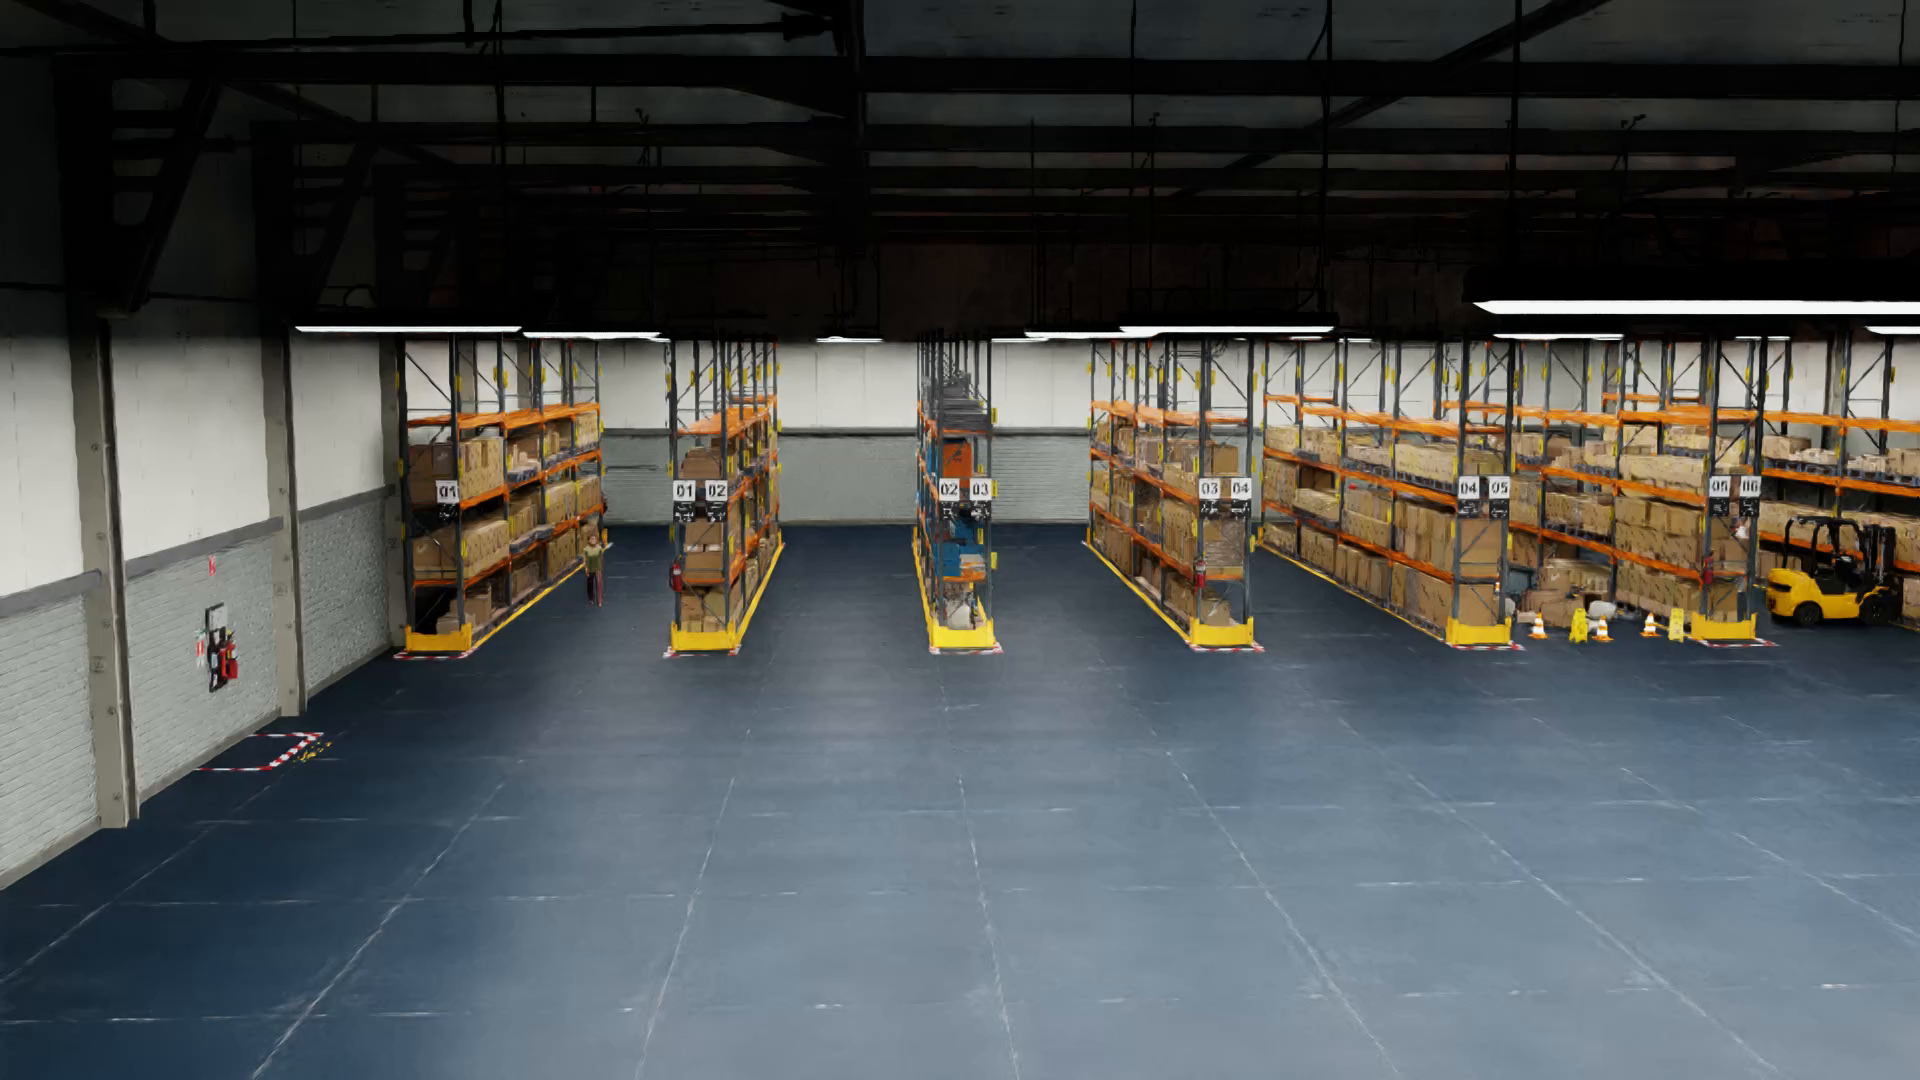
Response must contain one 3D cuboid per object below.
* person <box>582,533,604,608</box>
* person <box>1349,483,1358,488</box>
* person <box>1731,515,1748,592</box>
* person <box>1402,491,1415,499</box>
[{"bbox_3d":[-7.986,0.652,36.184,0.446,1.604,1.018,-1,7,-11],"label":"person"},{"bbox_3d":[11.055,-0.715,46.916,0.379,1.792,0.676,0,7,-3],"label":"person"},{"bbox_3d":[18.008,0.310,38.492,0.501,1.756,0.588,4,8,27],"label":"person"},{"bbox_3d":[13.342,-0.905,49.426,0.558,1.641,0.545,-5,9,-38],"label":"person"}]
